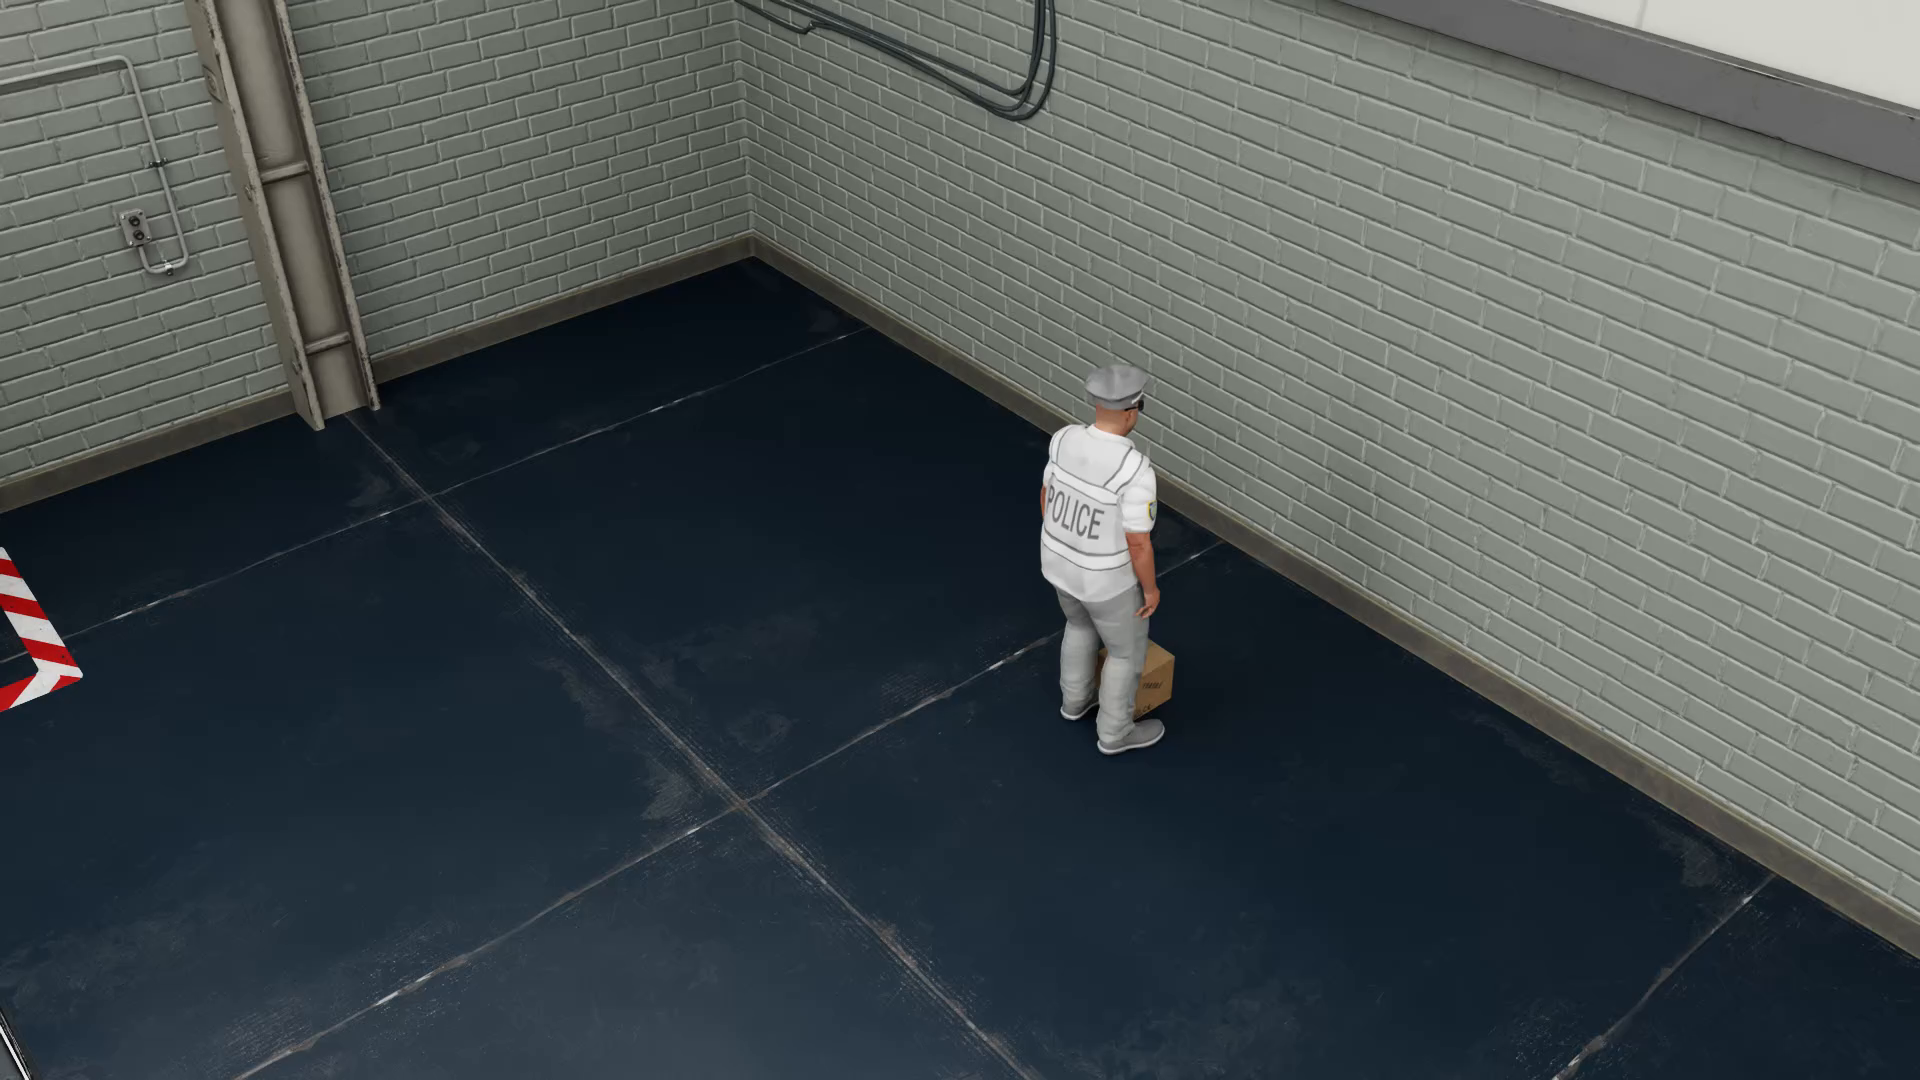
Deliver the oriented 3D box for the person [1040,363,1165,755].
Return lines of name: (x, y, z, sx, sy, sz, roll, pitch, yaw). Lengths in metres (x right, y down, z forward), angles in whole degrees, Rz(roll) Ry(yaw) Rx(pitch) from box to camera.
person: (0.592, 0.102, 6.932, 0.480, 1.746, 0.593, -29, 45, -34)
